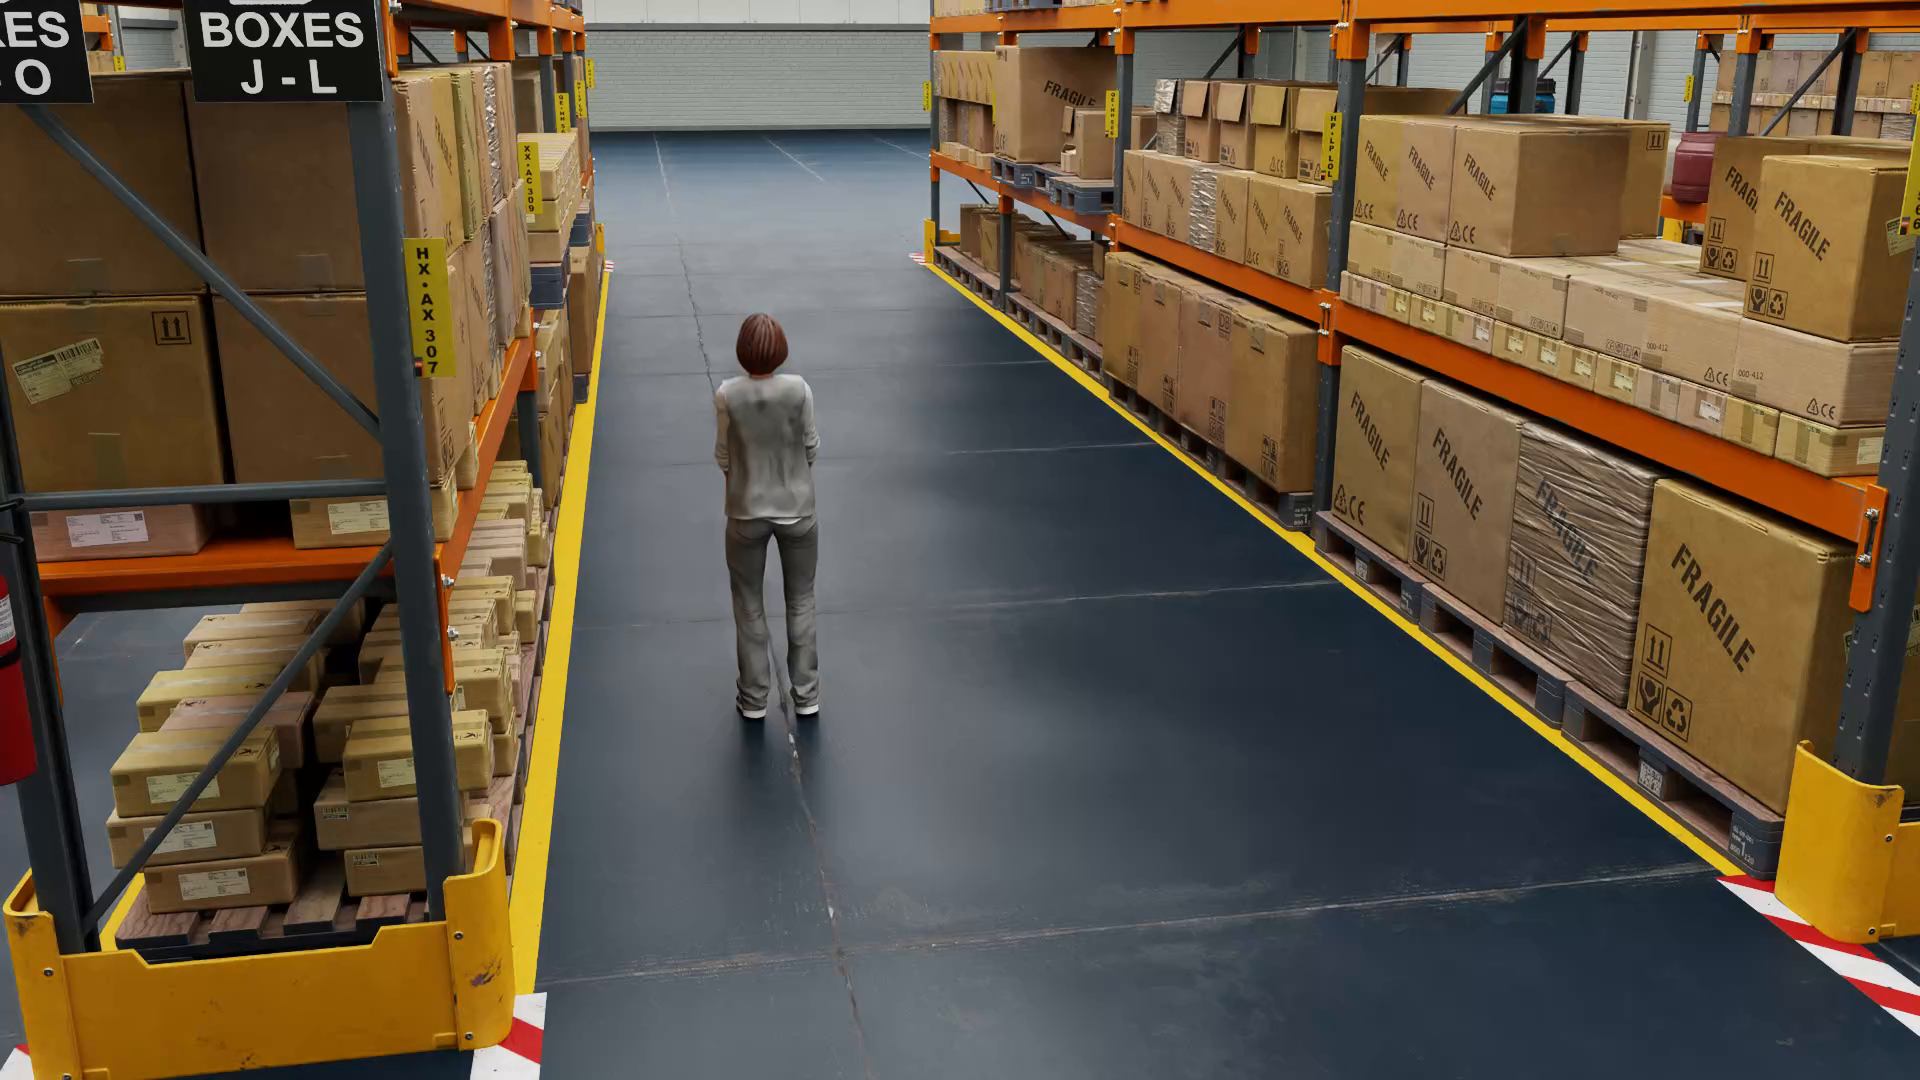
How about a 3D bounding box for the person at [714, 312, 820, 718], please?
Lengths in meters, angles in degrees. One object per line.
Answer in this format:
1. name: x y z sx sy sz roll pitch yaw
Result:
1. person: -0.738 -0.110 6.434 0.404 1.591 0.490 -3 17 -9
